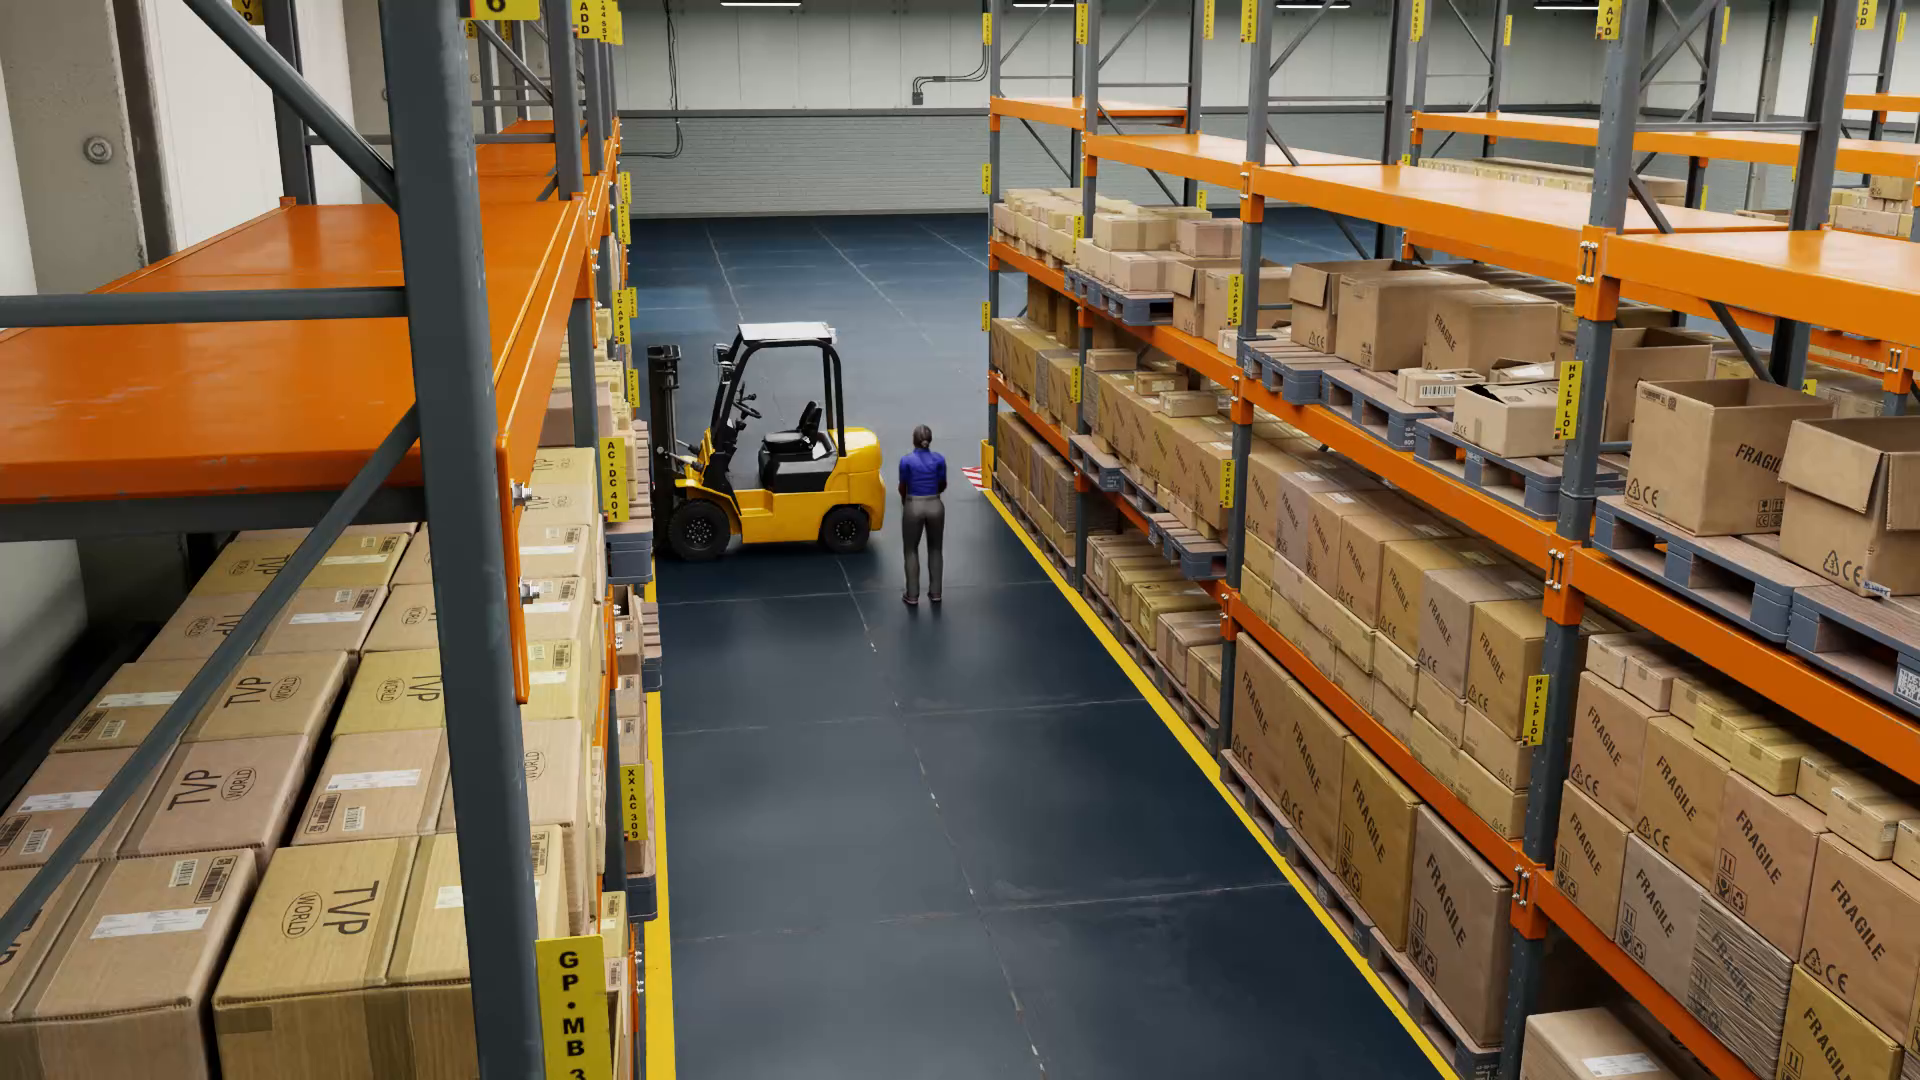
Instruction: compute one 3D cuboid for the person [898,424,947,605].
[{"bbox_3d":[-0.340,-0.257,14.930,0.449,1.655,0.500,-3,17,-10],"label":"person"}]
